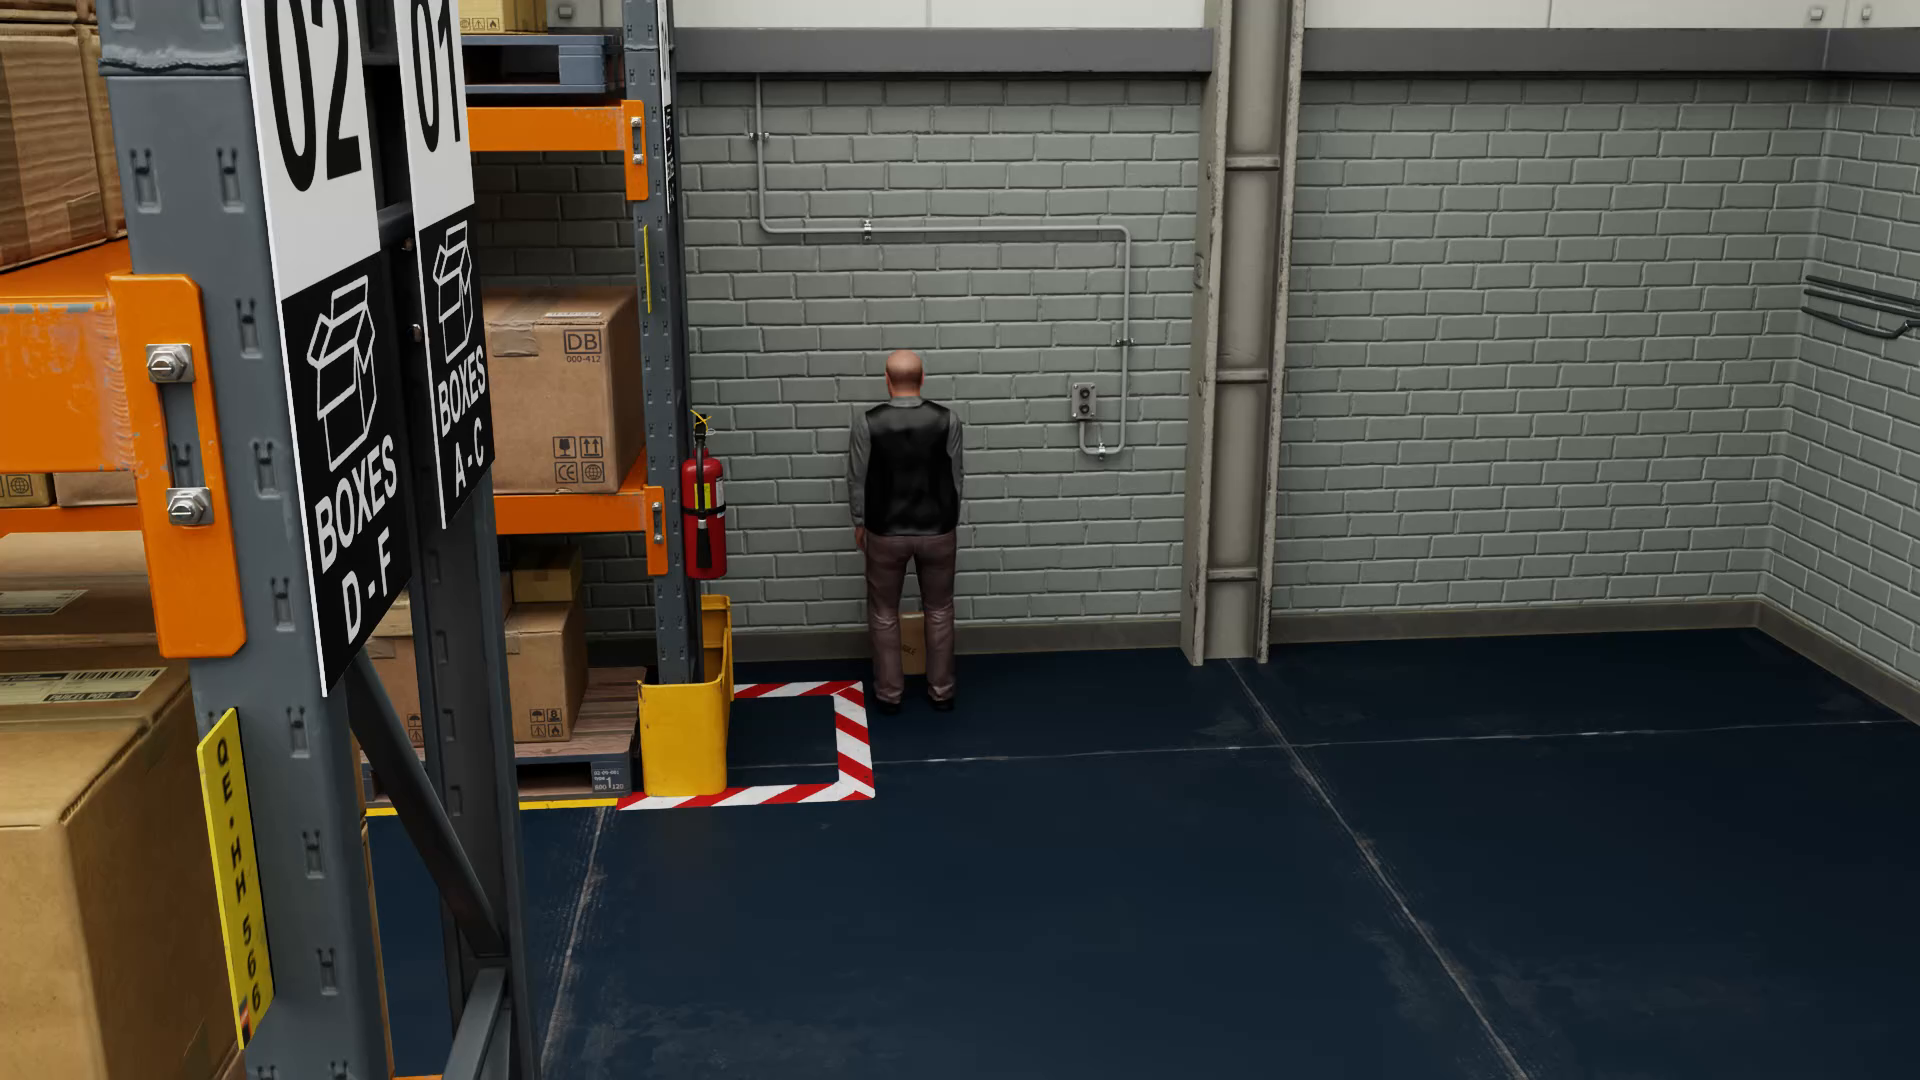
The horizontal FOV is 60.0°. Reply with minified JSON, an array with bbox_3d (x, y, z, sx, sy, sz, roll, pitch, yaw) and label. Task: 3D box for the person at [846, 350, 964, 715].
[{"bbox_3d":[-0.251,-0.026,7.712,0.540,1.705,0.359,-2,17,-7],"label":"person"}]
